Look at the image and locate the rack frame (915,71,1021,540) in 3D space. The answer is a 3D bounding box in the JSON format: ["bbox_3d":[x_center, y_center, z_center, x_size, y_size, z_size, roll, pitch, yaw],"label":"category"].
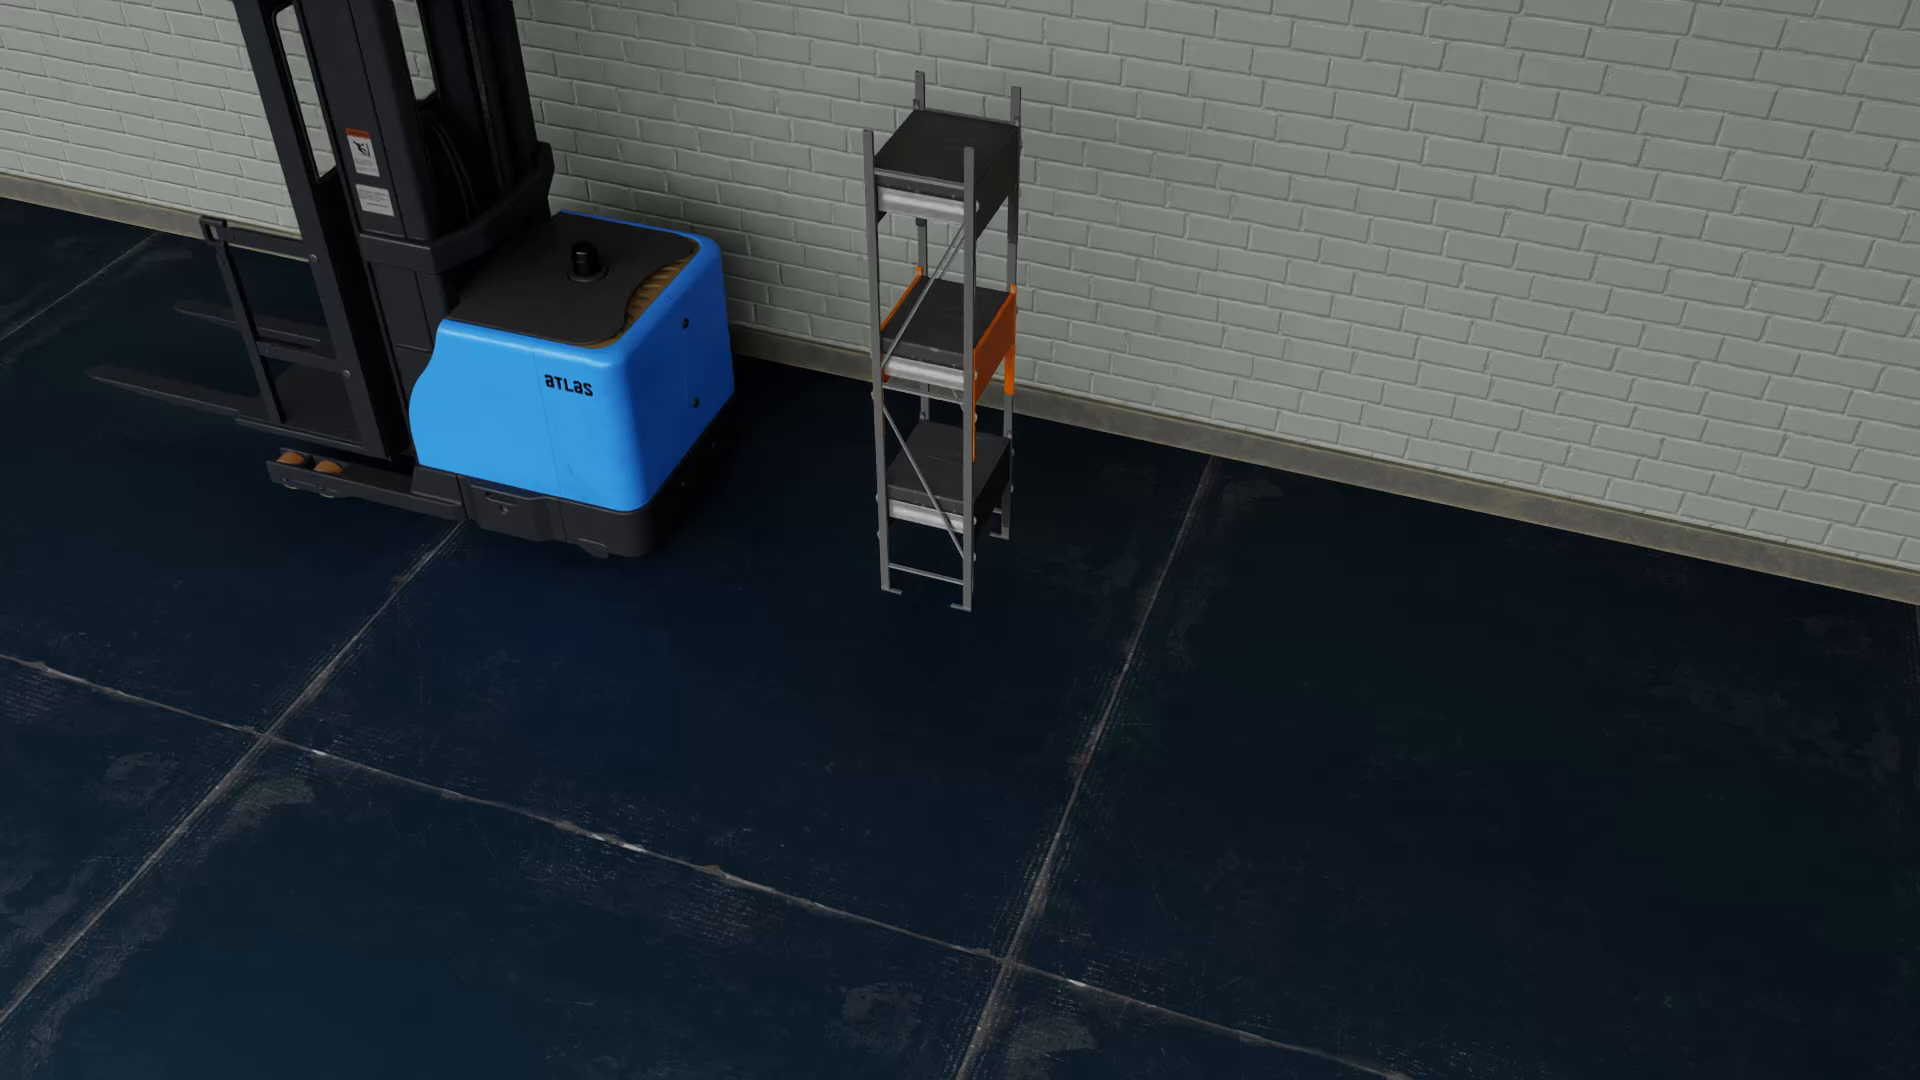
[{"bbox_3d":[0.027,-0.847,6.625,0.400,2.100,0.015,13,42,15],"label":"rack frame"}]

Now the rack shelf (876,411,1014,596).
[{"bbox_3d":[-0.057,-0.155,6.913,0.431,0.518,0.480,13,42,15],"label":"rack shelf"}]

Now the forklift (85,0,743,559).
[{"bbox_3d":[-2.583,-1.613,6.883,3.031,2.935,1.130,13,42,15],"label":"forklift"}]

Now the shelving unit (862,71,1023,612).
[{"bbox_3d":[-0.057,-0.698,6.450,0.431,2.100,0.503,13,42,15],"label":"shelving unit"}]

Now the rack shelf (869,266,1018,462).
[{"bbox_3d":[-0.057,-0.687,6.459,0.431,0.518,0.480,13,42,15],"label":"rack shelf"}]

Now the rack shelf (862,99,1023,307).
[{"bbox_3d":[-0.057,-1.220,6.005,0.431,0.518,0.480,13,42,15],"label":"rack shelf"}]

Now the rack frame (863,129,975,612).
[{"bbox_3d":[-0.140,-0.549,6.276,0.400,2.100,0.015,13,42,15],"label":"rack frame"}]
